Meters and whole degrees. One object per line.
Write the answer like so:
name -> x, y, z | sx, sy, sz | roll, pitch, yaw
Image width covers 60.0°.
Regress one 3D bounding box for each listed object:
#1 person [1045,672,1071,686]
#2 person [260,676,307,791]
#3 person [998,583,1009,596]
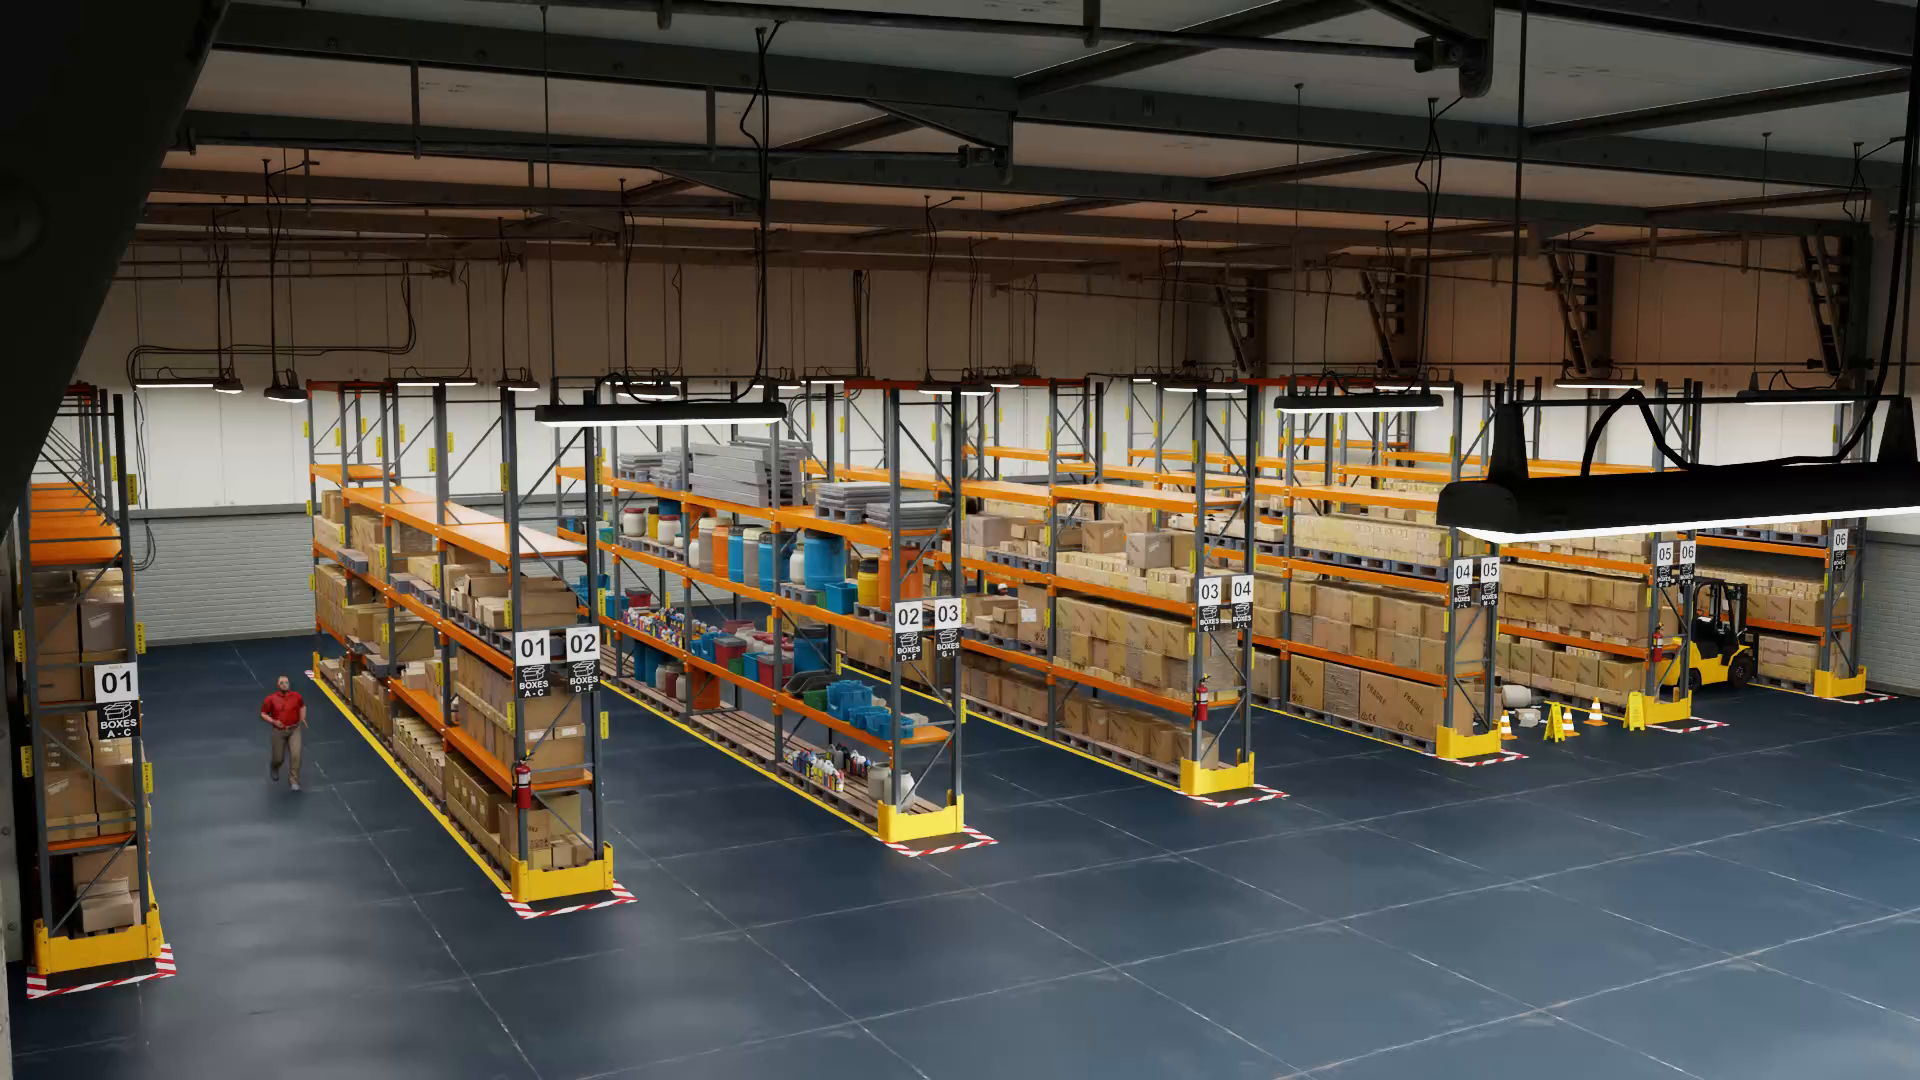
person -> 1.946, 2.130, 31.906 | 0.629, 1.680, 0.677 | -5, 8, -37
person -> -10.044, 2.859, 24.773 | 0.674, 1.682, 0.772 | -4, 8, -36
person -> 0.871, 1.757, 34.980 | 0.723, 1.743, 0.644 | -4, 7, -35
